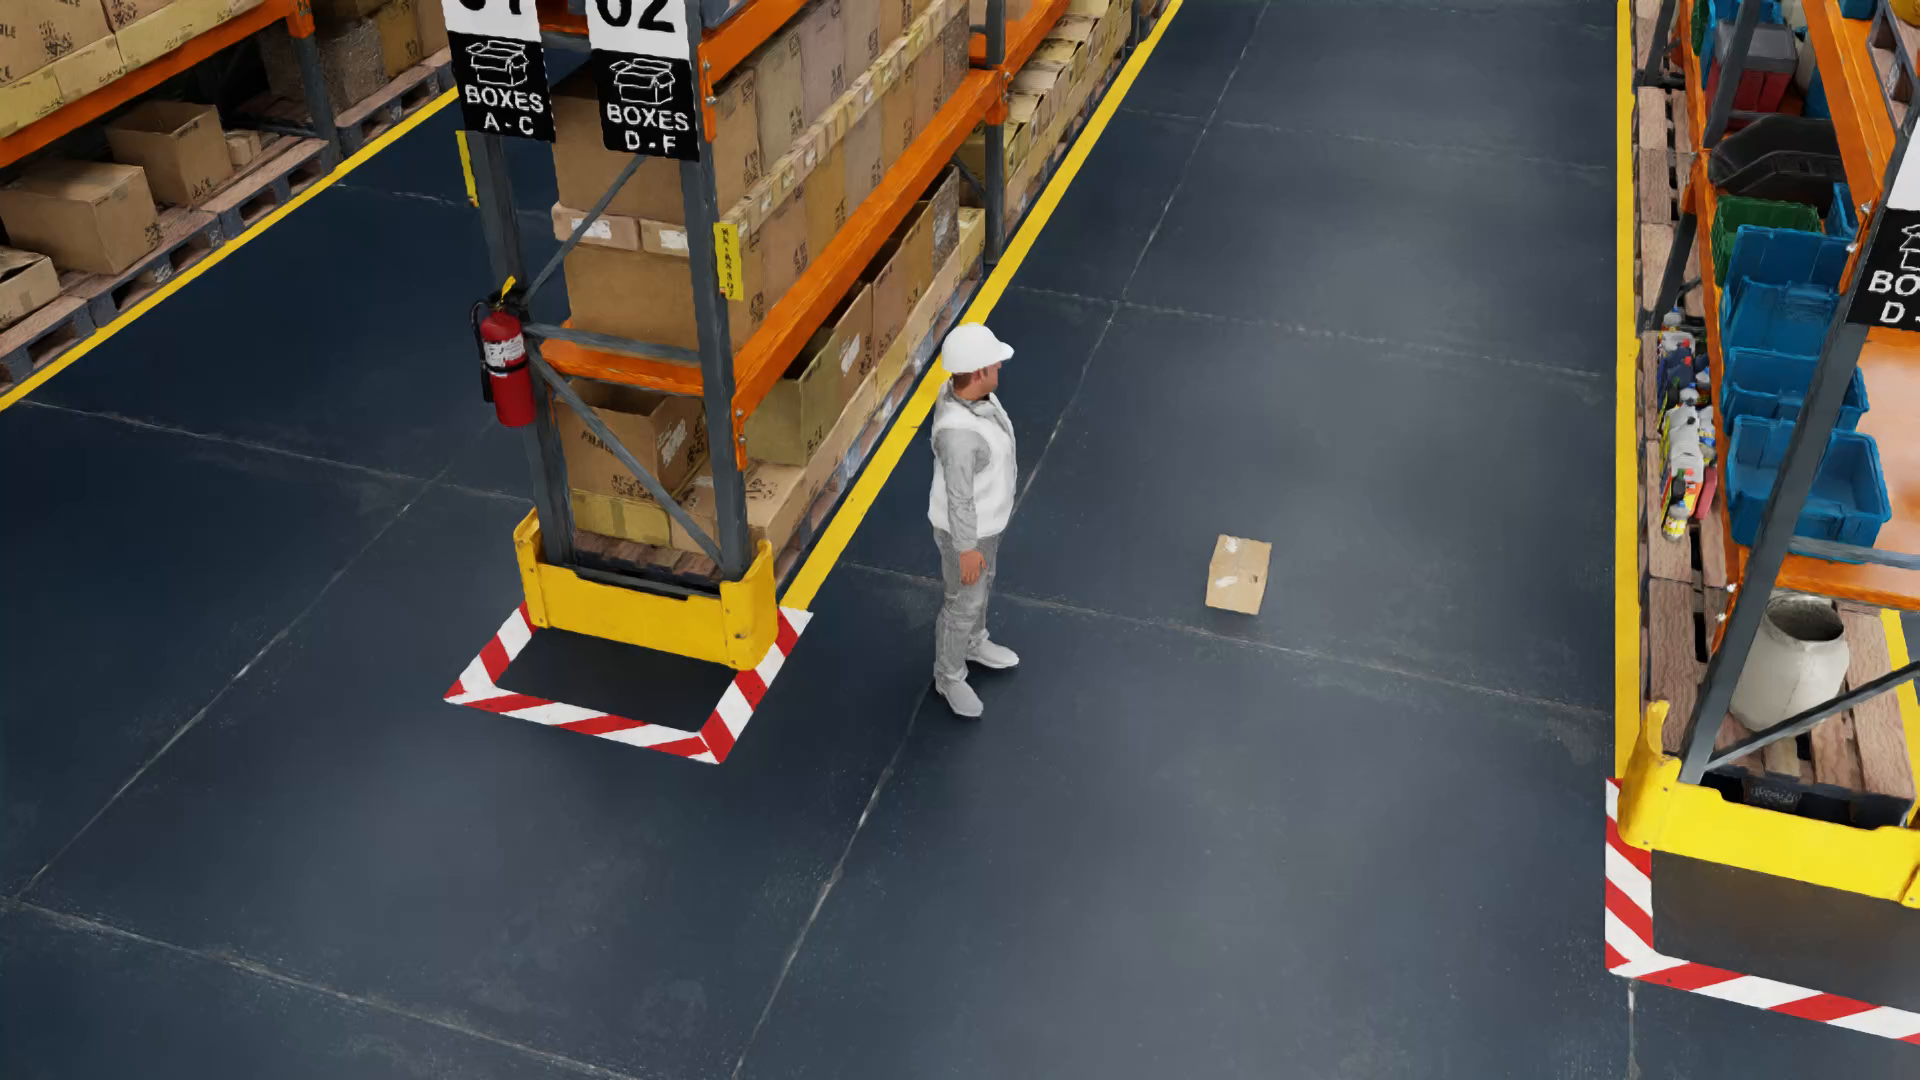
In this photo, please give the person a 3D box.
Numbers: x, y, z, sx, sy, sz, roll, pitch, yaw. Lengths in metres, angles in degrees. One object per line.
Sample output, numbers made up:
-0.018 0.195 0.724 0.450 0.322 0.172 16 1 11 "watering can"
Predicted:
0.062 -0.107 6.970 0.383 1.784 0.591 5 37 7 "person"
